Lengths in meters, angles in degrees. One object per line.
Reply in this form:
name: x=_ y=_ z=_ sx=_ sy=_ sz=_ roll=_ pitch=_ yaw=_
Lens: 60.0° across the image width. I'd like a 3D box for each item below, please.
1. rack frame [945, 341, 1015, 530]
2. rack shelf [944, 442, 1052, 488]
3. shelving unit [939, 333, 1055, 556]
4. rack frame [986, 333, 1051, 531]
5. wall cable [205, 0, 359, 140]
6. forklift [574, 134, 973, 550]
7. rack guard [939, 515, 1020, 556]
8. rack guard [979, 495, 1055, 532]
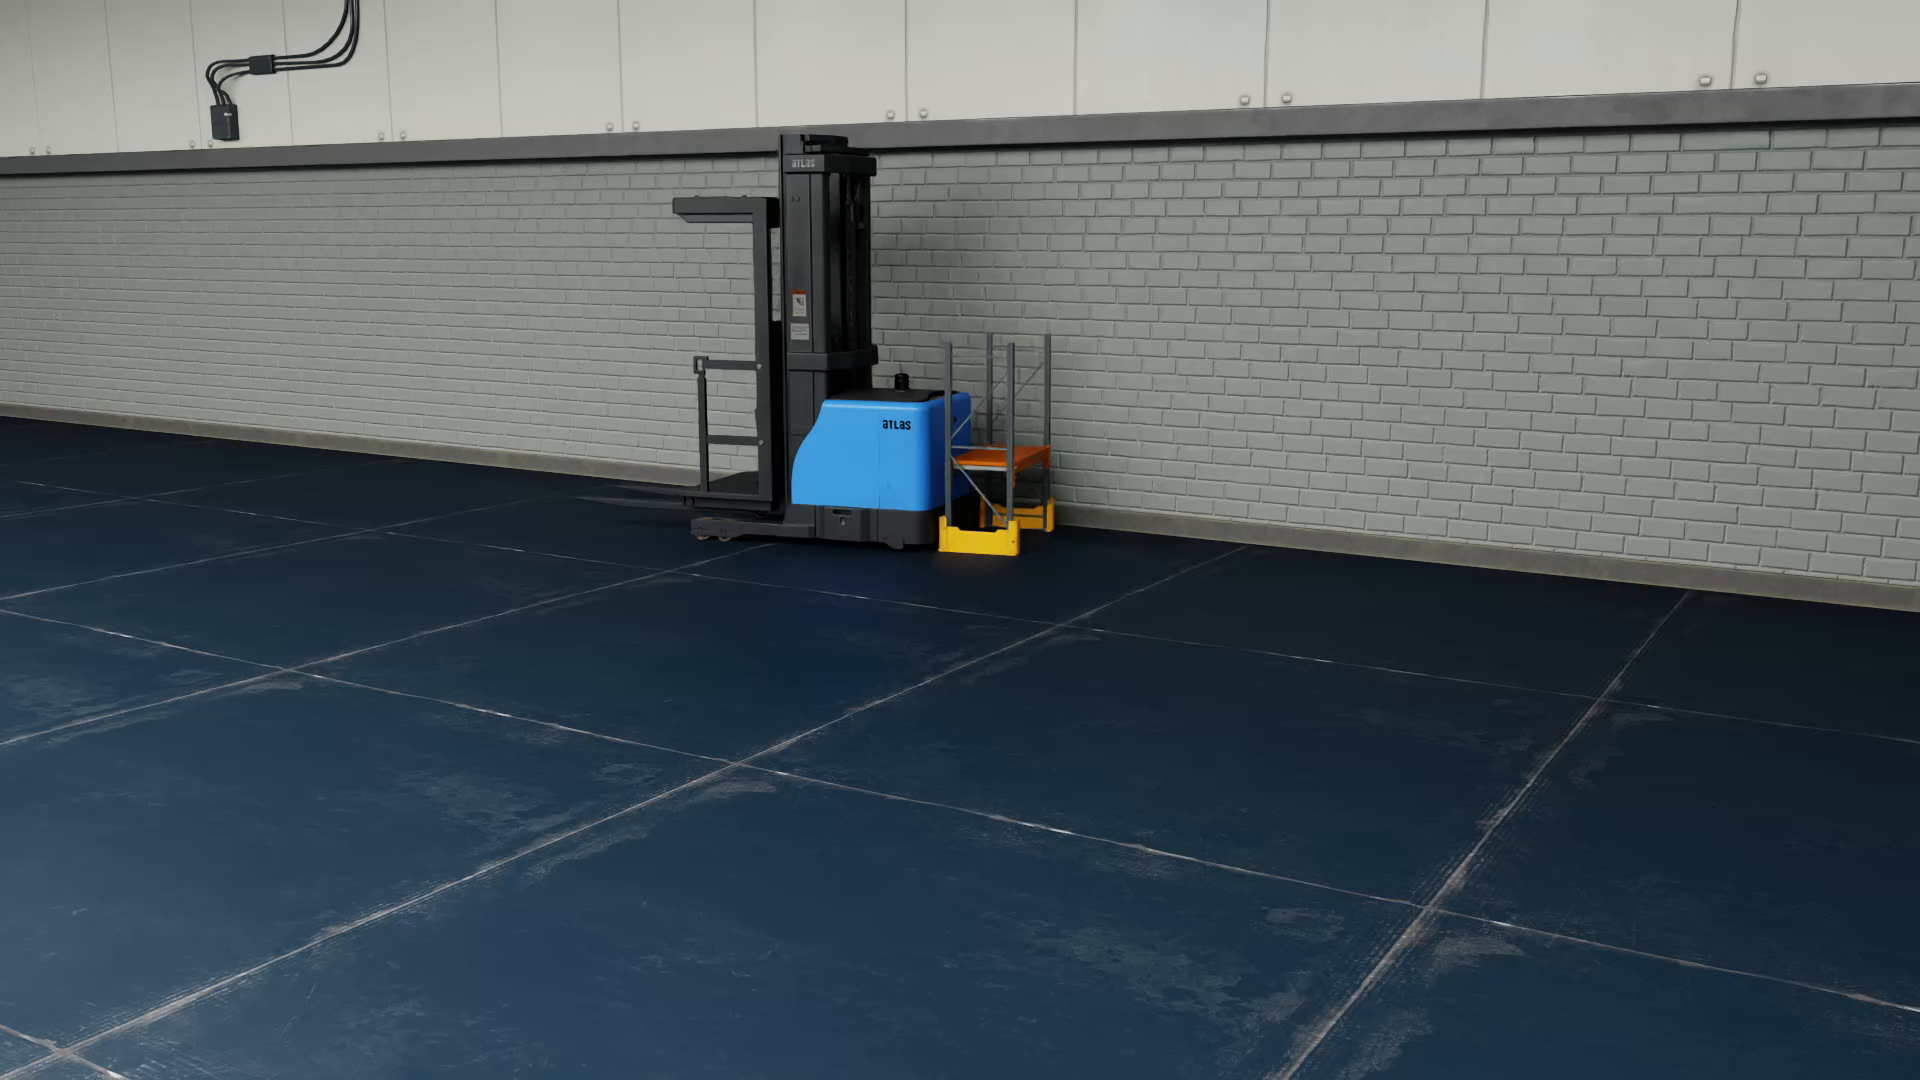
rack frame: x=0.136 y=-0.646 z=11.746 sx=0.500 sy=1.500 sz=0.032 roll=3 pitch=11 yaw=17
rack shelf: x=0.290 y=-0.559 z=12.255 sx=0.538 sy=0.185 sz=1.000 roll=3 pitch=11 yaw=17
shelving unit: x=0.288 y=-0.734 z=12.213 sx=0.587 sy=1.500 sz=1.083 roll=3 pitch=11 yaw=17
rack frame: x=0.444 y=-0.825 z=12.698 sx=0.500 sy=1.500 sz=0.032 roll=3 pitch=11 yaw=17
wall cable: x=-6.867 y=-7.063 z=16.398 sx=2.305 sy=6.003 sz=0.169 roll=6 pitch=12 yaw=31
forklift: x=-1.474 y=-1.517 z=12.506 sx=3.031 sy=2.935 sz=1.130 roll=4 pitch=11 yaw=20
rack guard: x=0.137 y=-0.032 z=11.862 sx=0.587 sy=0.250 sz=0.087 roll=3 pitch=11 yaw=17
rack guard: x=0.438 y=-0.207 z=12.795 sx=0.587 sy=0.250 sz=0.087 roll=3 pitch=11 yaw=17
